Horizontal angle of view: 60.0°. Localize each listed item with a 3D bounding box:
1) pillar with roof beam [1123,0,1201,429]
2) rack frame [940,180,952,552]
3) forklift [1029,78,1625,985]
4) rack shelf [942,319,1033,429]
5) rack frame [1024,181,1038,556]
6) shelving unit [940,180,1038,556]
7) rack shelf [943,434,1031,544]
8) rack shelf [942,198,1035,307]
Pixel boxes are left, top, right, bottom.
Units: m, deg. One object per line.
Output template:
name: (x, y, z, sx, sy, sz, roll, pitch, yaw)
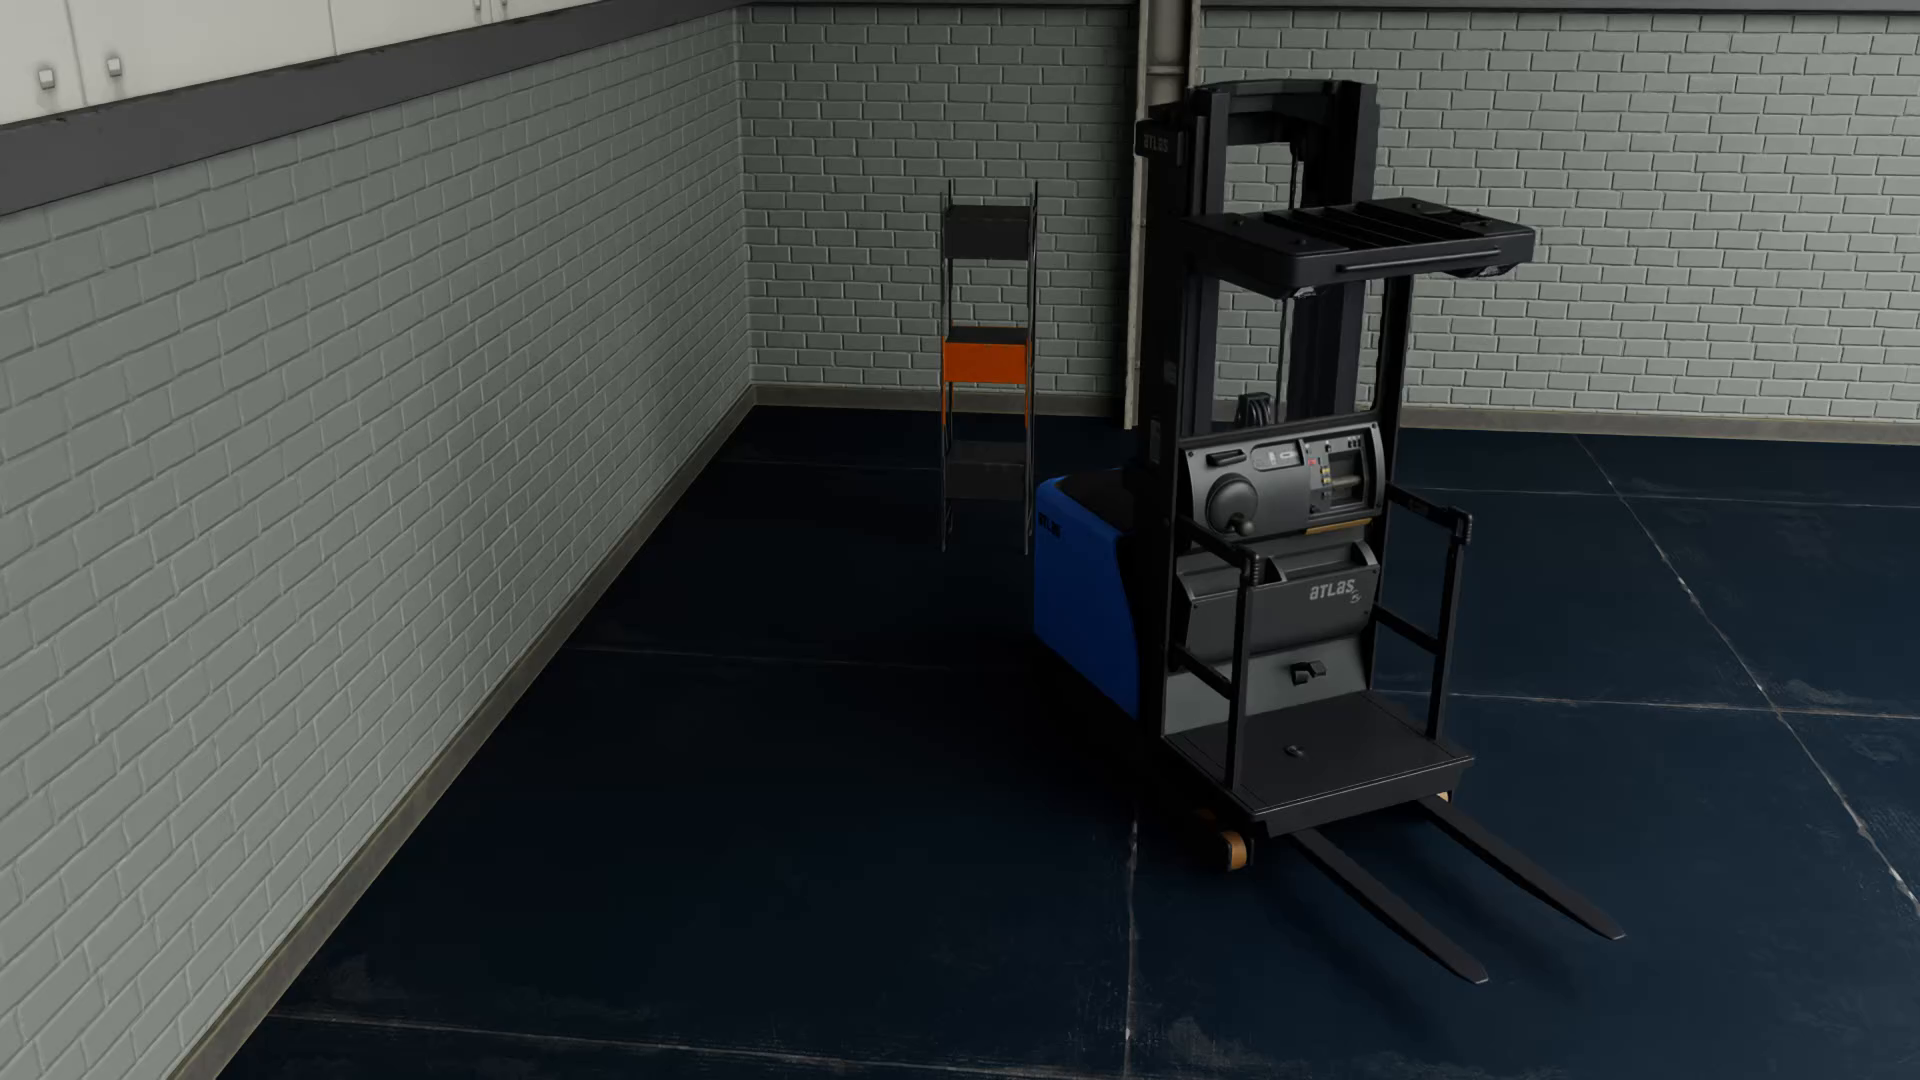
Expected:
pillar with roof beam: (0.883, -3.459, 6.450, 0.400, 9.000, 9.100, 2, 22, 6)
rack frame: (-0.078, -0.980, 9.562, 0.015, 2.100, 0.400, 2, 22, 6)
forklift: (1.405, -0.226, 6.525, 1.130, 2.935, 3.031, -9, 23, -23)
rack shelf: (0.164, -0.957, 9.541, 0.480, 0.518, 0.431, 2, 22, 6)
rack frame: (0.407, -0.959, 9.509, 0.015, 2.100, 0.400, 2, 22, 6)
shelving unit: (0.164, -0.969, 9.536, 0.503, 2.100, 0.431, 2, 22, 6)
rack shelf: (0.164, -0.306, 9.798, 0.480, 0.518, 0.431, 2, 22, 6)
rack shelf: (0.164, -1.608, 9.283, 0.480, 0.518, 0.431, 2, 22, 6)
